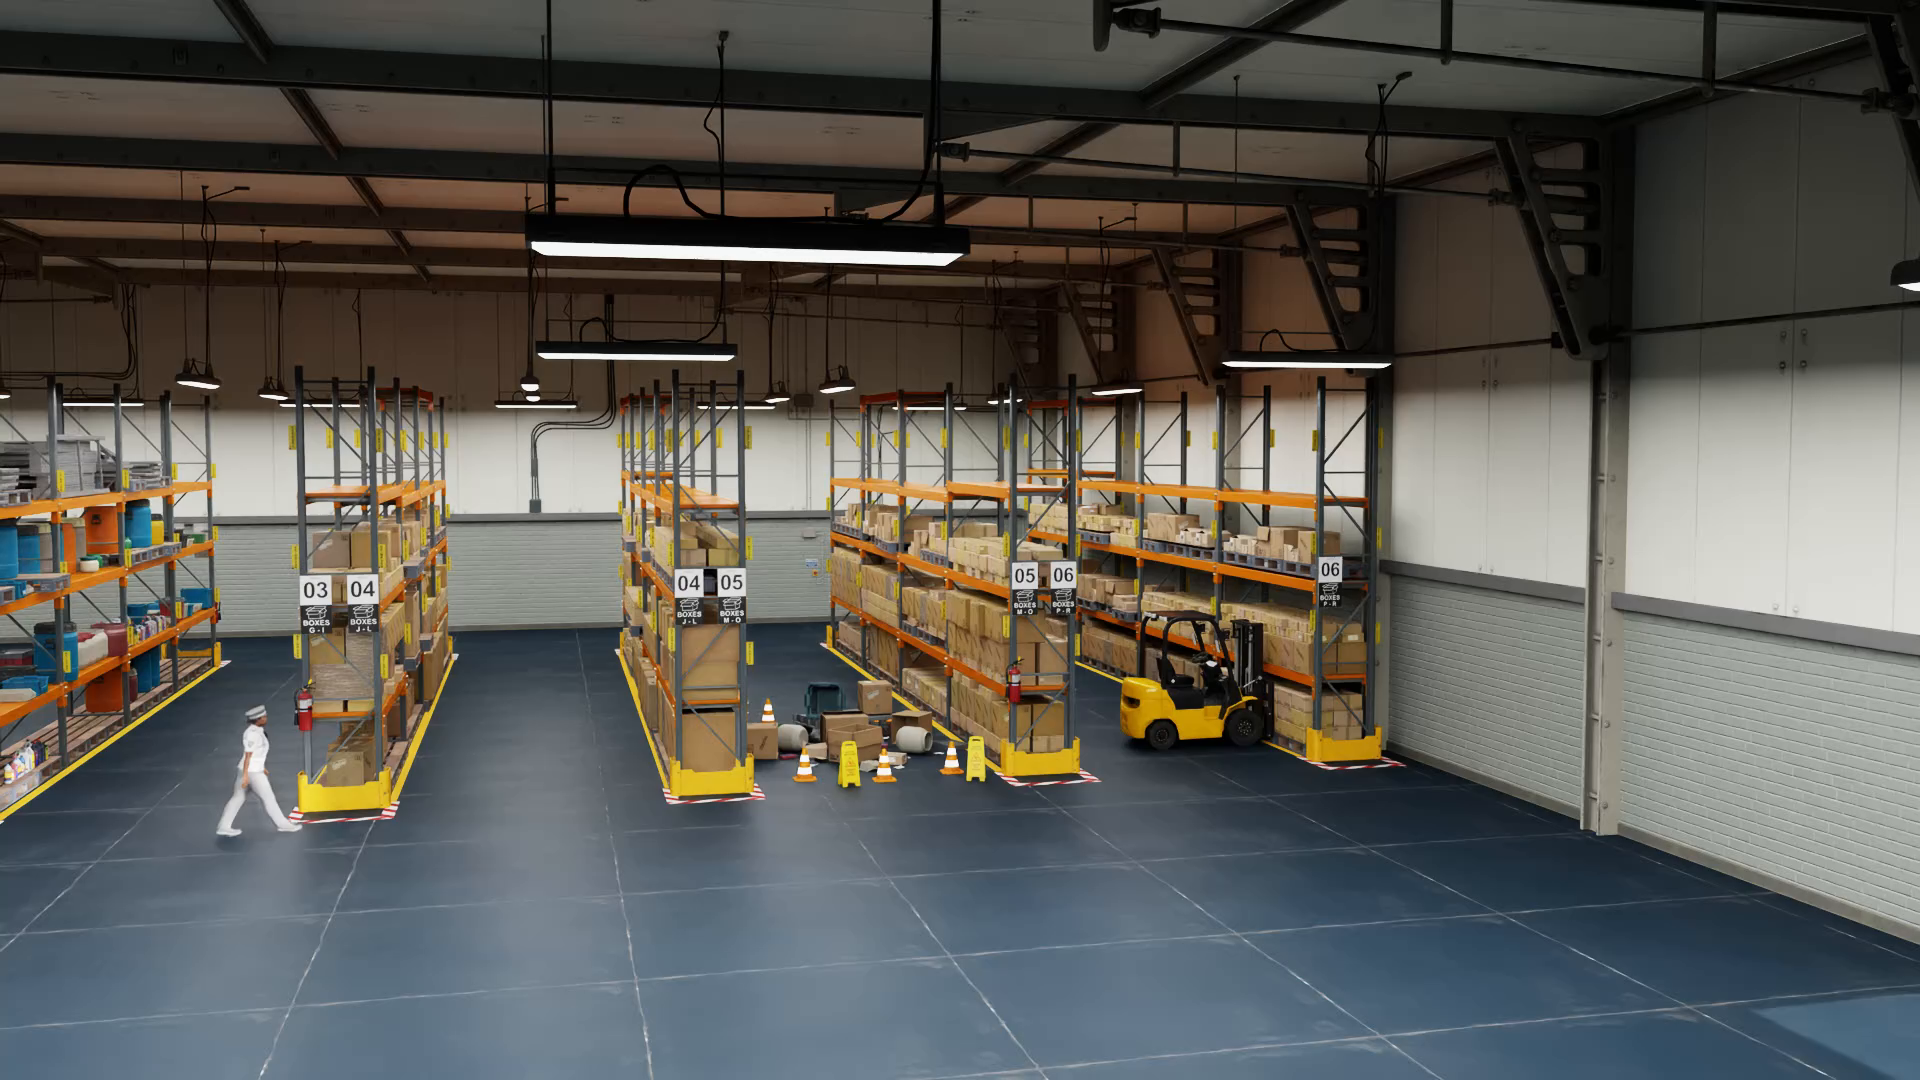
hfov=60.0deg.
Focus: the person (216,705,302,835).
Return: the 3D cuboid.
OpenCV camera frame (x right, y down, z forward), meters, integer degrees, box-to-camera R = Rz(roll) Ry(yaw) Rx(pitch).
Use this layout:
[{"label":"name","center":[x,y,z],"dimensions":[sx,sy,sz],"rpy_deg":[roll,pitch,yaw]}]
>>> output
[{"label":"person","center":[-8.907,2.904,21.082],"dimensions":[0.995,1.616,0.486],"rpy_deg":[-2,4,-28]}]
